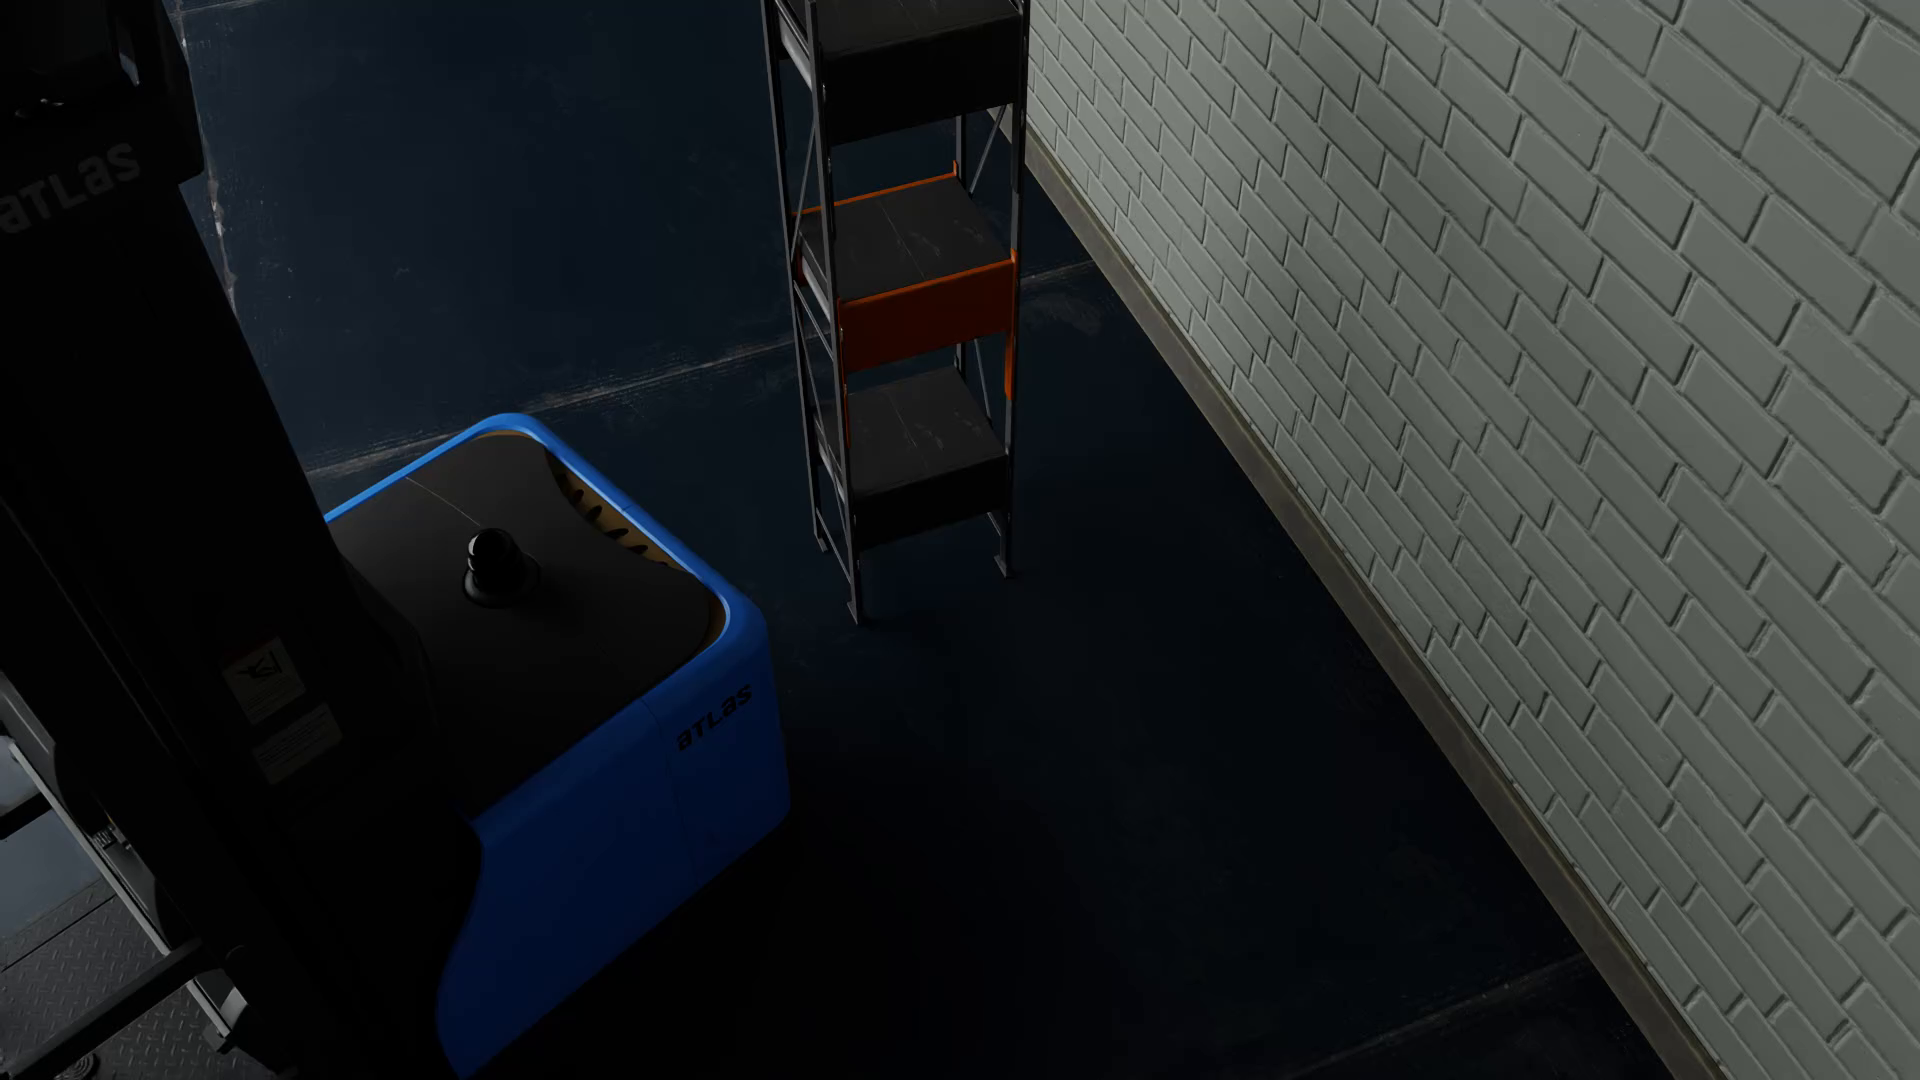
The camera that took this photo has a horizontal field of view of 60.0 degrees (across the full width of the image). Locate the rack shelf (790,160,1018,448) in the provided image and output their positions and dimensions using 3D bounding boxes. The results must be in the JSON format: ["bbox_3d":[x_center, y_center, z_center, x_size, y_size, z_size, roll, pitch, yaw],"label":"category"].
[{"bbox_3d":[-0.153,-0.628,4.423,0.480,0.518,0.431,-17,52,-14],"label":"rack shelf"}]

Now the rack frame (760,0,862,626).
[{"bbox_3d":[-0.379,-0.567,4.353,0.015,2.100,0.400,-17,52,-14],"label":"rack frame"}]

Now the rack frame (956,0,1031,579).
[{"bbox_3d":[0.073,-0.707,4.473,0.015,2.100,0.400,-17,52,-14],"label":"rack frame"}]

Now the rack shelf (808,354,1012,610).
[{"bbox_3d":[-0.153,-0.172,4.954,0.480,0.518,0.431,-17,52,-14],"label":"rack shelf"}]

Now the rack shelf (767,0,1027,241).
[{"bbox_3d":[-0.153,-1.084,3.892,0.480,0.518,0.431,-17,52,-14],"label":"rack shelf"}]

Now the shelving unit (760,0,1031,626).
[{"bbox_3d":[-0.153,-0.637,4.413,0.503,2.100,0.431,-17,52,-14],"label":"shelving unit"}]

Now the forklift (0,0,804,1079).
[{"bbox_3d":[-1.815,0.451,2.931,3.031,2.935,1.130,-37,59,-27],"label":"forklift"}]
